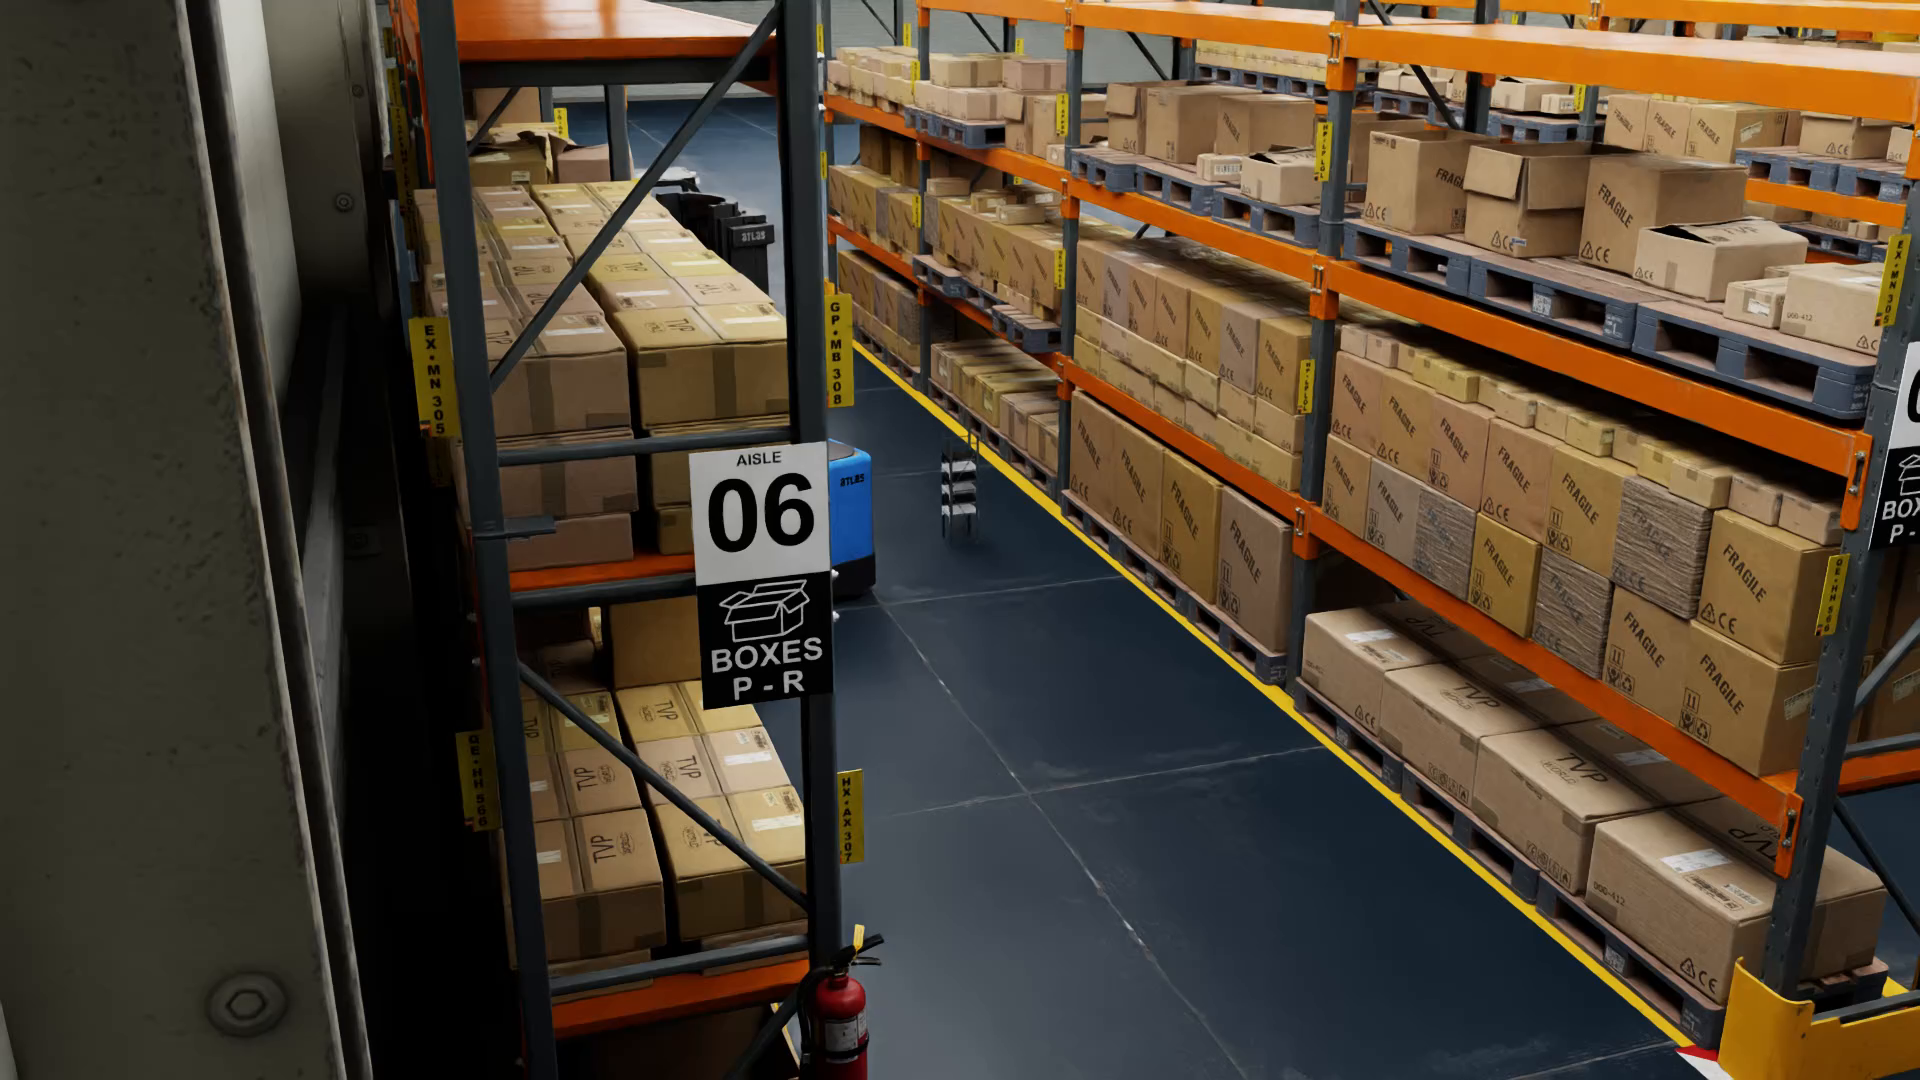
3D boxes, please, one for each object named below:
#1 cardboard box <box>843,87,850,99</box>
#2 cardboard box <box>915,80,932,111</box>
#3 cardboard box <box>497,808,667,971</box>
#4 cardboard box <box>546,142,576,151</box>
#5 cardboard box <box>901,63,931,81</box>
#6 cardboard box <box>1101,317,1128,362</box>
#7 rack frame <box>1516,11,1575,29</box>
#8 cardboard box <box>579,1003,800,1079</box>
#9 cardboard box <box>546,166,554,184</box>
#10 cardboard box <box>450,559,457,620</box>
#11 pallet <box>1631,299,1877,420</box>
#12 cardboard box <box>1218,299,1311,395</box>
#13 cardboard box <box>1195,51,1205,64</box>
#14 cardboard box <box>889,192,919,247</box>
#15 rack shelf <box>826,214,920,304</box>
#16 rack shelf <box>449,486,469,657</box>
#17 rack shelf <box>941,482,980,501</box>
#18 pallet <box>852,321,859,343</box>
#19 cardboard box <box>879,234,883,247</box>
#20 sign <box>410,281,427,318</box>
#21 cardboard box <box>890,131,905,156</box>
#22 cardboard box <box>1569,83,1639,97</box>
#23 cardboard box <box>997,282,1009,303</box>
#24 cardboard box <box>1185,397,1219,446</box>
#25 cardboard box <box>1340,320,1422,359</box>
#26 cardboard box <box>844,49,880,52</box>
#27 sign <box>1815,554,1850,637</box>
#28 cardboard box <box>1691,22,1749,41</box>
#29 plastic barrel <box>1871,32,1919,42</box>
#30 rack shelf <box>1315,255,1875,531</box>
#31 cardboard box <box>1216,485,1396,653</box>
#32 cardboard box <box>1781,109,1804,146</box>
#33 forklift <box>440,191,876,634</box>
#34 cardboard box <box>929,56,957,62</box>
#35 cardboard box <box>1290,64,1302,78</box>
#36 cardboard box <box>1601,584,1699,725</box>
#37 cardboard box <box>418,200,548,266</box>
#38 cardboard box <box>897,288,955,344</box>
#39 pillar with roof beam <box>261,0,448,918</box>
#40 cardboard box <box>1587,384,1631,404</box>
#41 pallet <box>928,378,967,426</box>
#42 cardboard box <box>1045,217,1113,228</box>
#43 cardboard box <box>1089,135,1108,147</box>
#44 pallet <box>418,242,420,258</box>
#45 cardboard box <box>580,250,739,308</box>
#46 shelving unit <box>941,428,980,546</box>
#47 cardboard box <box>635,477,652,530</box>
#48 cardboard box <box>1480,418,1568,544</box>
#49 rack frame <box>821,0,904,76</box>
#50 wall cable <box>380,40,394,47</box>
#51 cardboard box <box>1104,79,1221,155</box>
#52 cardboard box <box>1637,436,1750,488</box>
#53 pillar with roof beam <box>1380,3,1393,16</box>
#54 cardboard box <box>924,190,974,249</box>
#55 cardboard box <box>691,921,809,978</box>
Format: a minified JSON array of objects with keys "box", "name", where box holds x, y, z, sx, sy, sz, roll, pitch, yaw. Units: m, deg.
[{"box":[-1.173,-5.309,19.695,0.380,0.149,0.250,-6,21,-16],"name":"cardboard box"},{"box":[-0.127,-4.345,16.240,0.500,0.250,0.500,-7,21,-19],"name":"cardboard box"},{"box":[-1.266,1.154,5.548,0.500,0.250,0.500,-6,21,-16],"name":"cardboard box"},{"box":[-2.587,-2.398,10.410,0.380,0.149,0.250,-6,21,-17],"name":"cardboard box"},{"box":[-0.392,-4.859,17.262,0.380,0.149,0.250,-7,21,-19],"name":"cardboard box"},{"box":[1.413,-1.563,12.812,0.500,0.250,0.500,-6,21,-16],"name":"cardboard box"},{"box":[8.220,-8.196,22.924,1.000,3.000,0.127,-6,21,-17],"name":"rack frame"},{"box":[-0.972,2.114,6.166,0.797,0.503,0.637,-7,21,-19],"name":"cardboard box"},{"box":[-2.101,-2.005,9.287,0.380,0.149,0.250,-7,21,-18],"name":"cardboard box"},{"box":[-3.042,0.413,10.907,0.500,0.500,0.500,-7,21,-19],"name":"cardboard box"},{"box":[3.598,-0.793,6.880,1.003,0.211,1.213,-6,21,-17],"name":"pallet"},{"box":[2.036,-1.269,10.885,0.500,0.500,0.500,-6,21,-16],"name":"cardboard box"},{"box":[3.283,-6.273,21.608,0.380,0.149,0.250,-6,21,-17],"name":"cardboard box"},{"box":[-0.475,-3.504,18.147,0.500,0.500,0.500,-6,21,-15],"name":"cardboard box"},{"box":[-0.559,-3.340,19.342,1.077,0.370,4.000,-6,21,-17],"name":"rack shelf"},{"box":[-2.756,-0.244,10.723,1.077,0.370,4.000,-6,21,-17],"name":"rack shelf"},{"box":[0.003,-0.390,13.268,0.258,0.077,0.200,-6,21,-17],"name":"rack shelf"},{"box":[-0.942,-2.719,20.674,1.003,0.211,1.213,-6,21,-17],"name":"pallet"},{"box":[-0.695,-3.400,18.817,0.380,0.149,0.250,-7,21,-18],"name":"cardboard box"},{"box":[-3.910,-1.709,12.025,0.100,0.325,0.005,-6,21,-17],"name":"sign"},{"box":[-0.410,-4.521,19.499,0.700,0.500,0.500,-7,21,-18],"name":"cardboard box"},{"box":[5.975,-4.181,15.546,0.500,0.311,0.500,-6,21,-17],"name":"cardboard box"},{"box":[0.554,-2.235,14.953,0.380,0.149,0.250,-6,21,-16],"name":"cardboard box"},{"box":[1.904,-0.843,11.549,0.500,0.250,0.500,-7,21,-19],"name":"cardboard box"},{"box":[2.437,-1.163,9.631,0.380,0.149,0.250,-7,21,-18],"name":"cardboard box"},{"box":[-1.155,-5.687,19.568,0.380,0.149,0.250,-6,21,-17],"name":"cardboard box"},{"box":[3.322,0.211,6.328,0.100,0.325,0.005,-6,21,-17],"name":"sign"},{"box":[9.094,-6.041,20.032,0.500,0.500,0.500,-7,21,-19],"name":"cardboard box"},{"box":[13.401,-7.245,23.813,0.600,0.588,0.600,0,20,0],"name":"plastic barrel"},{"box":[3.213,-0.901,8.113,1.077,0.370,4.000,-6,21,-17],"name":"rack shelf"},{"box":[2.313,0.143,11.104,0.875,0.875,0.875,-6,21,-16],"name":"cardboard box"},{"box":[6.738,-3.294,13.564,0.500,0.500,0.500,-6,21,-17],"name":"cardboard box"},{"box":[-2.085,-0.803,11.317,3.031,2.935,1.130,-15,25,-37],"name":"forklift"},{"box":[-0.181,-5.253,18.359,0.380,0.149,0.250,-7,21,-18],"name":"cardboard box"},{"box":[4.077,-5.462,19.350,0.380,0.149,0.250,-6,21,-17],"name":"cardboard box"},{"box":[3.295,0.478,7.501,0.500,0.500,0.500,-7,21,-18],"name":"cardboard box"},{"box":[-2.064,-1.303,7.213,0.500,0.250,0.500,-7,21,-19],"name":"cardboard box"},{"box":[-0.371,-2.454,18.149,0.500,0.500,0.500,-7,21,-18],"name":"cardboard box"},{"box":[1.323,-2.902,8.185,9.100,9.000,0.400,-6,21,-17],"name":"pillar with roof beam"},{"box":[3.416,-0.733,8.433,0.380,0.149,0.250,-6,21,-17],"name":"cardboard box"},{"box":[0.316,-1.475,17.209,1.003,0.211,1.213,-6,21,-17],"name":"pallet"},{"box":[1.061,-2.643,15.128,0.500,0.500,0.500,-6,21,-16],"name":"cardboard box"},{"box":[1.309,-3.302,13.935,0.396,0.266,0.258,-6,21,-17],"name":"cardboard box"},{"box":[-2.265,-1.481,8.942,1.213,0.211,1.003,-6,21,-17],"name":"pallet"},{"box":[-1.084,-0.868,5.999,0.500,0.250,0.500,-7,21,-18],"name":"cardboard box"},{"box":[0.003,-0.421,13.257,0.258,0.900,0.210,-6,21,-17],"name":"shelving unit"},{"box":[-0.856,-0.159,5.356,0.380,0.149,0.250,-6,21,-16],"name":"cardboard box"},{"box":[2.963,-0.318,8.237,0.500,0.500,0.500,-7,21,-18],"name":"cardboard box"},{"box":[-1.188,-7.144,19.993,1.000,3.000,0.127,-6,21,-17],"name":"rack frame"},{"box":[-15.635,-15.548,47.984,3.097,2.526,0.112,-6,21,-17],"name":"wall cable"},{"box":[1.588,-3.306,12.972,0.797,0.503,0.637,-8,21,-21],"name":"cardboard box"},{"box":[3.235,-0.340,7.340,0.380,0.149,0.250,-6,21,-16],"name":"cardboard box"},{"box":[9.852,-18.812,52.480,9.100,9.000,0.400,-6,21,-17],"name":"pillar with roof beam"},{"box":[-0.055,-3.240,16.791,0.500,0.500,0.500,-6,21,-16],"name":"cardboard box"},{"box":[-0.713,1.326,5.658,0.380,0.149,0.250,-7,21,-18],"name":"cardboard box"}]
